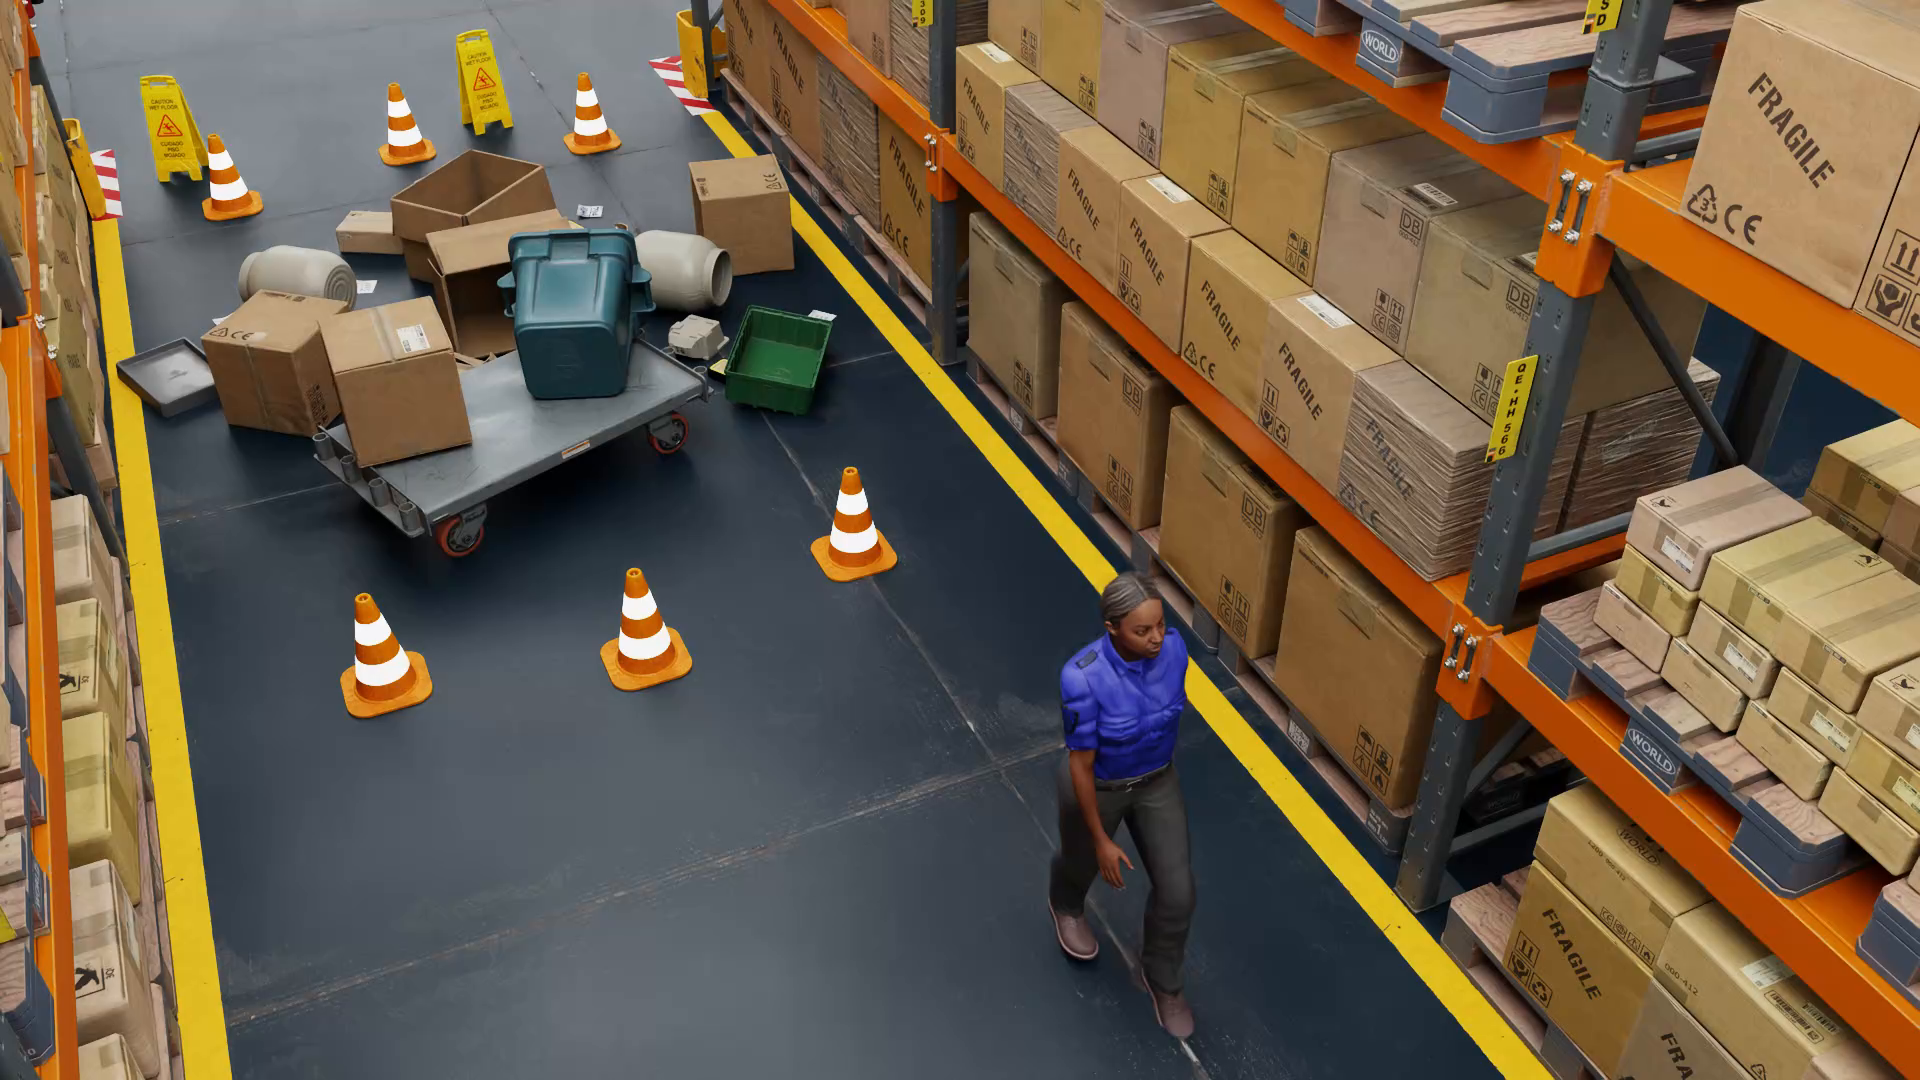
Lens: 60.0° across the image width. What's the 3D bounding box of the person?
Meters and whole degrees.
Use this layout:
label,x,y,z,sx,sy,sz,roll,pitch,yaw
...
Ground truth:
label,x,y,z,sx,sy,sz,roll,pitch,yaw
person,0.516,0.822,5.124,0.452,1.699,0.673,-14,40,-18
